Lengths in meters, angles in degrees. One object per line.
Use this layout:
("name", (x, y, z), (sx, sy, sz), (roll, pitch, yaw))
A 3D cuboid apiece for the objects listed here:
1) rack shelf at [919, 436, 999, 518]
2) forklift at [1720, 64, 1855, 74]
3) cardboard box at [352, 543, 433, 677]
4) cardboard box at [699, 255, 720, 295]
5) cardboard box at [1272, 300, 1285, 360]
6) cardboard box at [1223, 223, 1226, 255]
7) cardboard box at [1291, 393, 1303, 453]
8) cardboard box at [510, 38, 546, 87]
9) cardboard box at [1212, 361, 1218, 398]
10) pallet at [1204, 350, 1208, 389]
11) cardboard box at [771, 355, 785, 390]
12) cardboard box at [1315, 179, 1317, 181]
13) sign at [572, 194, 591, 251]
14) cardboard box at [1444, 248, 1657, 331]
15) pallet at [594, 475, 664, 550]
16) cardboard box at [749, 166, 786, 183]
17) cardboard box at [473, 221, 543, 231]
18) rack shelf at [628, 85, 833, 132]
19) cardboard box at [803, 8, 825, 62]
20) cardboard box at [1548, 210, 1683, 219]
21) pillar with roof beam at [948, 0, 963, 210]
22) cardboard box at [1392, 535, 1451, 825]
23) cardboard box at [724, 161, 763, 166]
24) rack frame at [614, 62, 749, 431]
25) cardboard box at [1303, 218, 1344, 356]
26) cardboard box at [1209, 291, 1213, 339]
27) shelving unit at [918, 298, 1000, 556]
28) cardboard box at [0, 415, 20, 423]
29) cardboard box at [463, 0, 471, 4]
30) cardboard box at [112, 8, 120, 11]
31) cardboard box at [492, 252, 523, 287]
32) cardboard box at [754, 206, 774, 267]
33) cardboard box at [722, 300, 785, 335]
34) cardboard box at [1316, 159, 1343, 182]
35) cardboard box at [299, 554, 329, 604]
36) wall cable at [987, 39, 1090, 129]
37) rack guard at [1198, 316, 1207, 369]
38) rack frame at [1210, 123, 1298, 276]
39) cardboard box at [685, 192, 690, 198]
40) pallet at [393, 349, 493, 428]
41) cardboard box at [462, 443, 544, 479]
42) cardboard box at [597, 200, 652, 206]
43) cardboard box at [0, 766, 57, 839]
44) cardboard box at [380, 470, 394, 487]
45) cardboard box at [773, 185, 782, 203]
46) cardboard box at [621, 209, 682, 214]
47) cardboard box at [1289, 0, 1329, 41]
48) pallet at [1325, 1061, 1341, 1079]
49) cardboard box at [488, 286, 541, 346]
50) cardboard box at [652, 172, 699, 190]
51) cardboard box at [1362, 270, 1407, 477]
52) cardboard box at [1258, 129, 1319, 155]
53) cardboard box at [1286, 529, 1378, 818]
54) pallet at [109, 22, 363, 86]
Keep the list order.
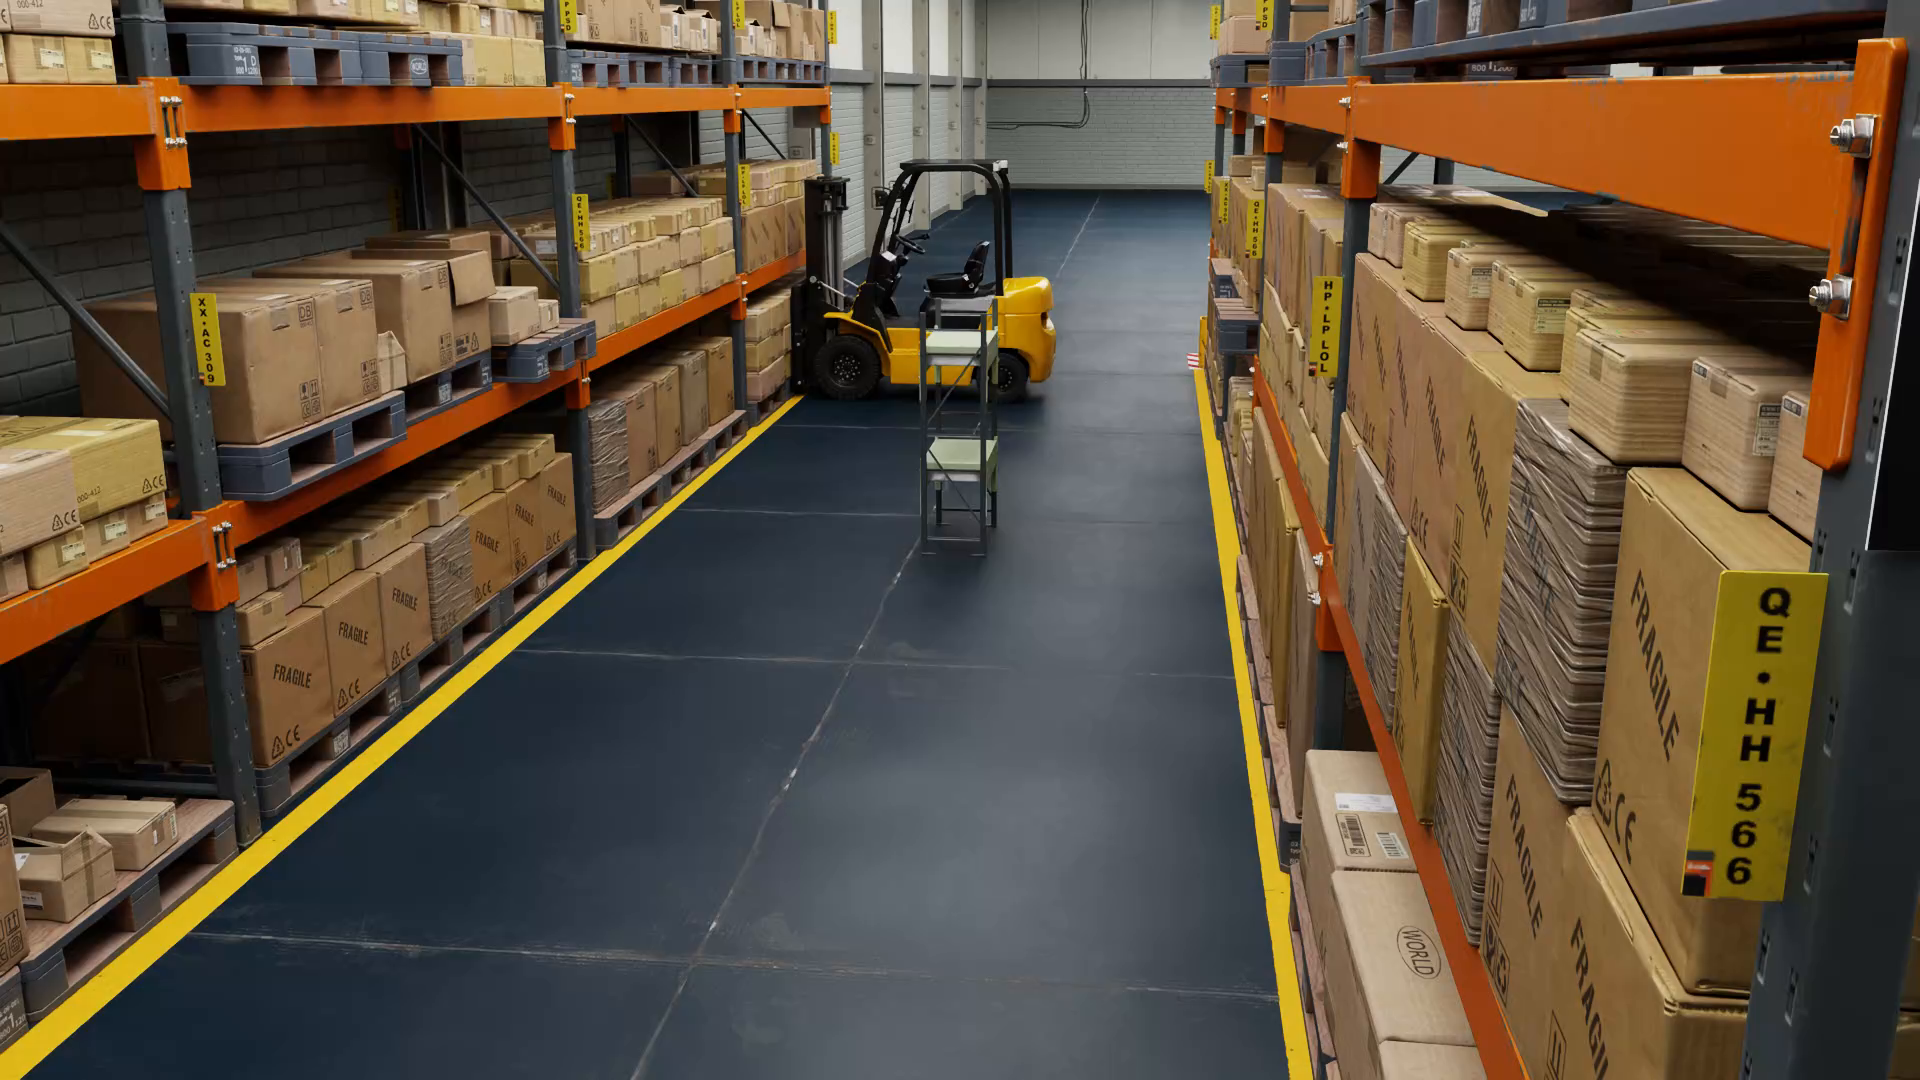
("rack shelf", (0.001, -0.411, 10.558), (0.431, 0.370, 0.720), (2, 15, 6))
("forklift", (5.385, -1.585, 10.909), (1.130, 2.935, 3.031), (14, 20, 41))
("cardboard box", (-2.811, 0.314, 7.737), (0.500, 0.500, 0.500), (1, 15, 5))
("cardboard box", (-2.145, -2.037, 12.735), (0.500, 0.250, 0.500), (2, 15, 6))
("cardboard box", (1.753, -0.977, 7.859), (0.500, 0.250, 0.500), (2, 15, 6))
("cardboard box", (2.490, -2.681, 14.069), (0.500, 0.500, 0.500), (2, 15, 8))
("cardboard box", (1.667, -0.472, 6.947), (0.500, 0.250, 0.500), (1, 15, 5))
("cardboard box", (-2.565, -2.576, 8.982), (0.500, 0.250, 0.500), (1, 15, 4))
("cardboard box", (2.485, -1.408, 14.585), (0.500, 0.250, 0.500), (1, 15, 5))
("pallet", (2.951, -1.695, 16.525), (1.003, 0.211, 1.213), (2, 15, 6))
("cardboard box", (-1.872, -1.501, 14.930), (0.500, 0.250, 0.500), (1, 15, 5))
("cardboard box", (2.757, -2.372, 12.122), (0.500, 0.500, 0.500), (2, 15, 7))
("sign", (-2.208, -1.848, 9.682), (0.100, 0.325, 0.005), (2, 15, 6))
("cardboard box", (1.249, -0.533, 3.538), (0.380, 0.149, 0.250), (2, 15, 6))
("pallet", (-2.617, -0.207, 11.022), (1.003, 0.211, 1.213), (2, 15, 6))
("cardboard box", (-1.844, -3.423, 15.571), (0.380, 0.149, 0.250), (2, 15, 7))
("cardboard box", (-2.946, -1.994, 10.857), (0.380, 0.149, 0.250), (1, 15, 5))
("rack shelf", (-2.071, -3.997, 15.330), (1.077, 0.370, 4.000), (2, 15, 6))
("cardboard box", (-1.654, -5.041, 16.623), (0.500, 0.500, 0.500), (2, 15, 8))
("cardboard box", (1.876, -0.847, 4.700), (0.380, 0.149, 0.250), (2, 15, 8))
("pillar with roof beam", (4.166, -12.255, 38.745), (9.100, 9.000, 0.400), (2, 15, 6))
("cardboard box", (1.238, 0.301, 3.612), (0.500, 0.500, 0.500), (2, 15, 8))
("cardboard box", (-2.175, -3.704, 16.609), (0.380, 0.149, 0.250), (2, 15, 7))
("rack frame", (-2.297, -2.378, 13.710), (1.000, 3.000, 0.127), (2, 15, 6))
("cardboard box", (1.585, -0.946, 6.309), (0.500, 0.500, 0.500), (2, 15, 7))
("cardboard box", (2.664, -2.165, 15.947), (0.500, 0.500, 0.500), (1, 15, 4))
("shelving unit", (0.001, -0.726, 10.473), (0.431, 1.500, 0.755), (2, 15, 6))
("cardboard box", (-3.524, -0.254, 5.571), (0.500, 0.250, 0.500), (2, 15, 6))
("cardboard box", (-2.678, -2.754, 8.307), (0.380, 0.149, 0.250), (1, 15, 5))
("cardboard box", (-3.234, -1.961, 5.908), (0.380, 0.149, 0.250), (2, 15, 6))
("cardboard box", (-2.974, -1.634, 10.288), (0.500, 0.250, 0.500), (2, 15, 8))
("cardboard box", (-1.945, -2.669, 14.595), (0.500, 0.500, 0.500), (2, 15, 7))
("cardboard box", (-1.863, -1.985, 14.802), (0.500, 0.250, 0.500), (2, 15, 6))
("cardboard box", (2.743, -2.635, 11.851), (0.380, 0.149, 0.250), (1, 15, 5))
("cardboard box", (-2.923, 0.162, 7.060), (0.380, 0.149, 0.250), (1, 15, 3))
("wall cable", (2.212, -13.164, 48.056), (3.097, 2.526, 0.112), (2, 15, 6))
("rack guard", (3.078, -2.044, 17.263), (1.175, 0.500, 0.348), (2, 15, 6))
("rack frame", (3.087, -3.270, 17.009), (1.000, 3.000, 0.127), (2, 15, 6))
("cardboard box", (-2.522, -2.896, 14.192), (0.380, 0.149, 0.250), (1, 15, 5))
("pallet", (-2.963, -0.743, 8.032), (1.003, 0.211, 1.213), (2, 15, 6))
("cardboard box", (-2.553, -0.442, 9.293), (0.380, 0.149, 0.250), (1, 15, 3))
("cardboard box", (-2.632, -2.586, 13.047), (0.380, 0.149, 0.250), (1, 15, 4))
("cardboard box", (-3.509, 0.957, 5.725), (0.500, 0.311, 0.500), (2, 15, 8))
("cardboard box", (-3.245, -0.321, 8.844), (0.380, 0.149, 0.250), (1, 15, 4))
("cardboard box", (-1.827, -3.145, 15.114), (0.380, 0.149, 0.250), (1, 15, 4))
("cardboard box", (-2.230, -2.312, 12.031), (0.380, 0.149, 0.250), (2, 15, 7))
("cardboard box", (2.301, -2.937, 9.839), (0.700, 0.500, 0.500), (2, 15, 6))
("pallet", (1.434, 1.700, 3.969), (1.003, 0.211, 1.213), (2, 15, 6))
("cardboard box", (-2.546, -1.188, 8.791), (0.500, 0.250, 0.500), (1, 15, 4))
("cardboard box", (-2.475, -3.108, 14.404), (0.380, 0.149, 0.250), (2, 15, 6))
("cardboard box", (1.375, -0.442, 4.442), (0.500, 0.500, 0.500), (1, 15, 6))
("cardboard box", (3.032, -3.414, 14.865), (0.700, 0.500, 0.500), (2, 15, 6))
("cardboard box", (1.723, 0.502, 6.325), (0.875, 0.875, 0.875), (2, 15, 8))
("pallet", (-3.056, -1.827, 6.287), (1.213, 0.211, 1.003), (2, 15, 6))
